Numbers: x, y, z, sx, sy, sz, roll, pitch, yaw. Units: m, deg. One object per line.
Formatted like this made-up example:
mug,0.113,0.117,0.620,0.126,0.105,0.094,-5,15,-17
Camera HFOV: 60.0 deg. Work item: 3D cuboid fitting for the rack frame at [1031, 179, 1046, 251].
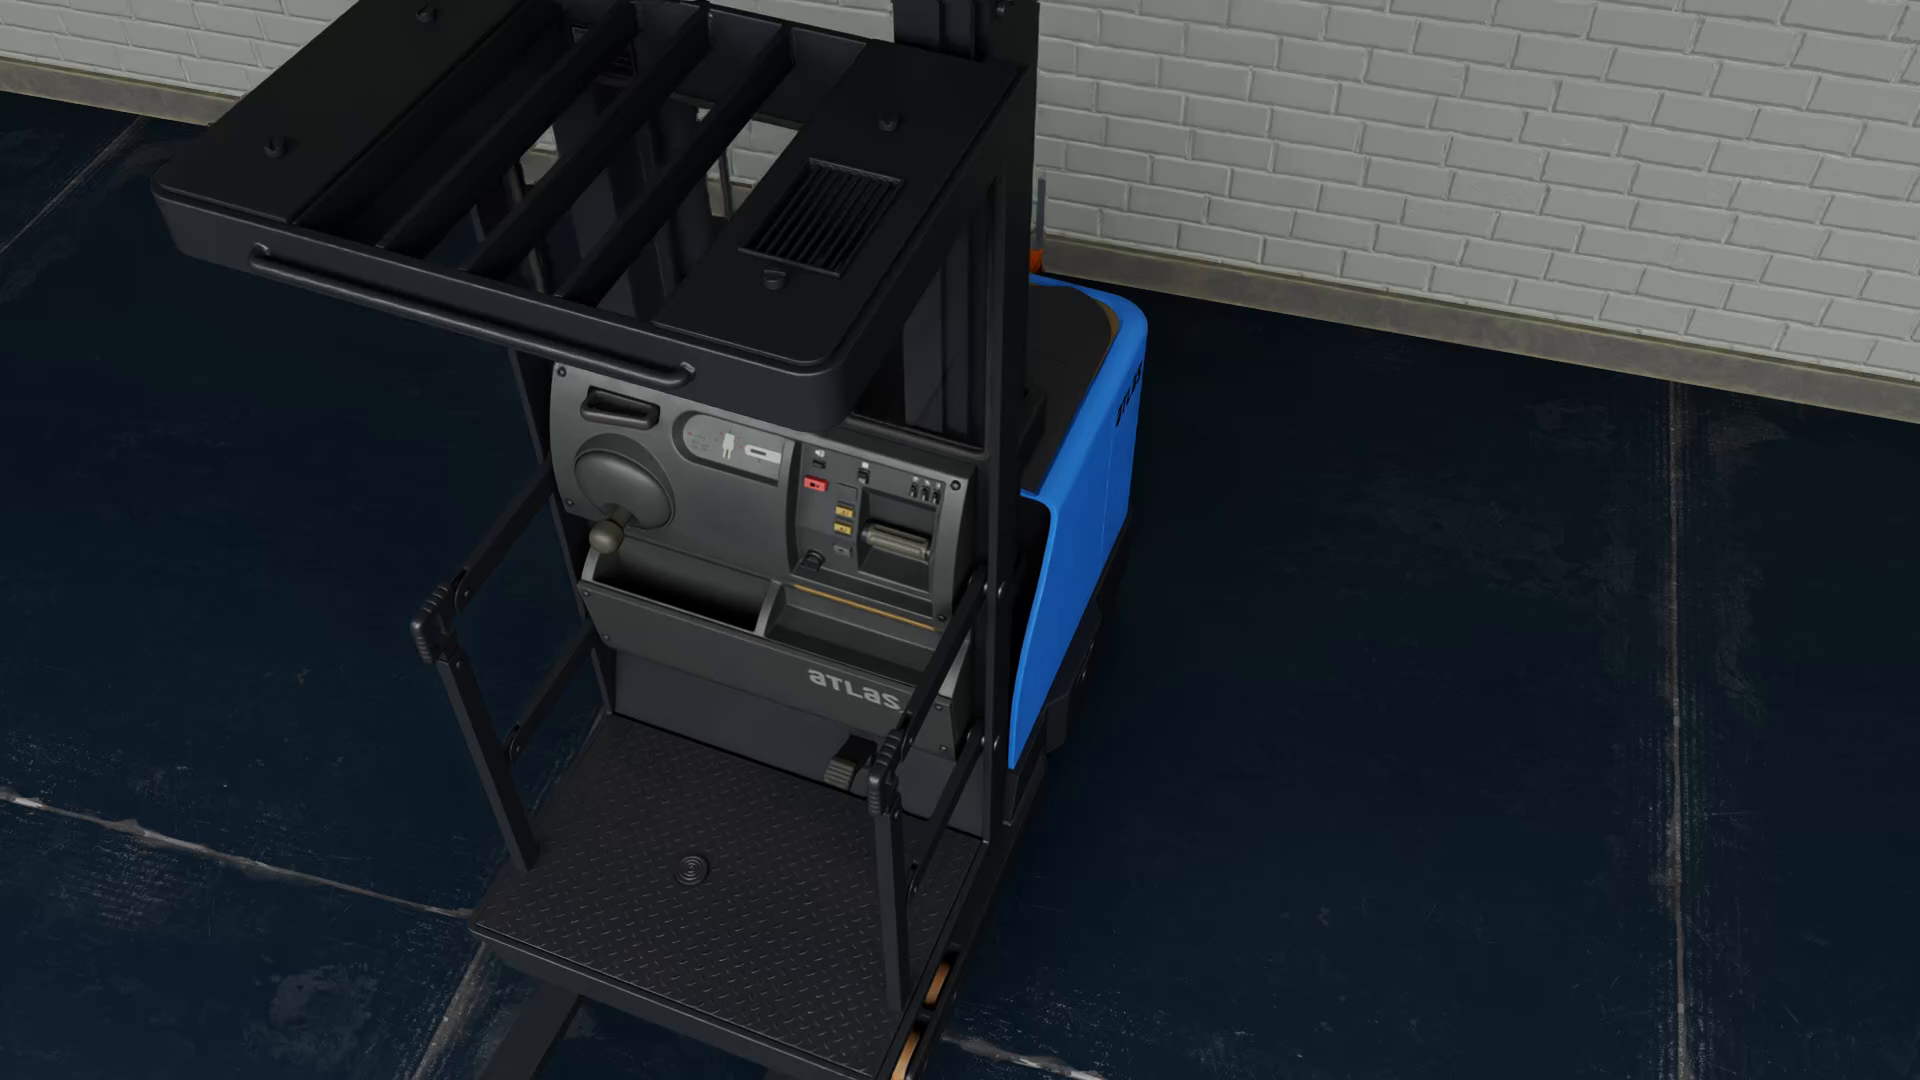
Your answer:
rack frame,0.121,-0.610,4.989,0.240,1.200,0.006,17,51,14

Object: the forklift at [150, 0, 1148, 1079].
forklift,-0.503,0.007,3.289,1.130,2.935,3.031,17,51,14

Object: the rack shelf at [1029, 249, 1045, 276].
rack shelf,0.087,-0.755,4.696,0.258,0.103,0.180,17,51,14

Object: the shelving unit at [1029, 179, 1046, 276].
shelving unit,0.087,-0.547,4.932,0.258,1.200,0.189,17,51,14
